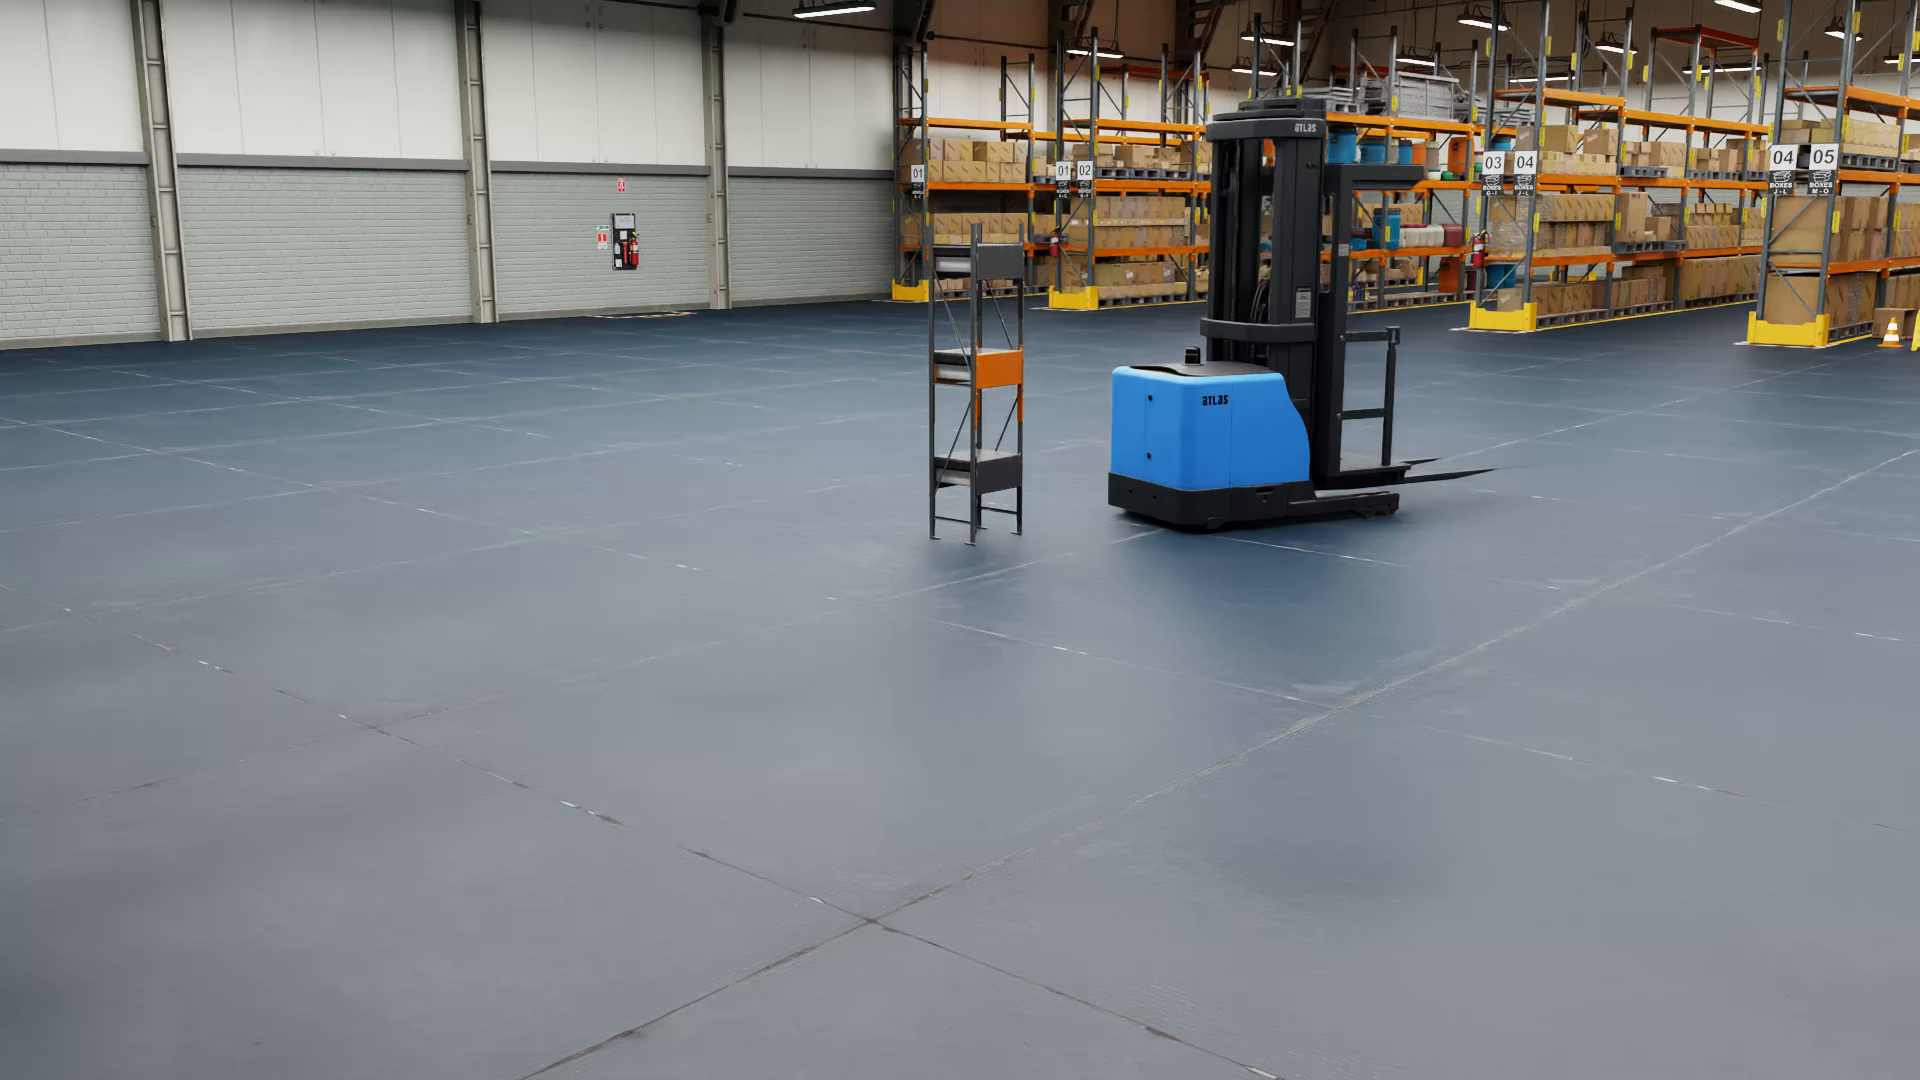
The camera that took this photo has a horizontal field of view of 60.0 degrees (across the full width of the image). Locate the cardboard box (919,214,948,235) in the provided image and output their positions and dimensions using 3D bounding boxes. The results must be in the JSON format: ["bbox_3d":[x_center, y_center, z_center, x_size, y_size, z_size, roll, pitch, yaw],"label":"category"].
[{"bbox_3d":[-0.642,-7.623,40.137,0.500,0.500,0.500,10,15,40],"label":"cardboard box"}]

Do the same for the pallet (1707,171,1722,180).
[{"bbox_3d":[16.382,-8.188,37.374,1.003,0.211,1.213,11,16,43],"label":"pallet"}]

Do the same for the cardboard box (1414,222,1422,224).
[{"bbox_3d":[13.012,-8.950,48.107,0.500,0.500,0.500,10,15,42],"label":"cardboard box"}]

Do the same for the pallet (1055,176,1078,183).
[{"bbox_3d":[2.628,-9.485,43.864,1.213,0.211,1.003,10,15,40],"label":"pallet"}]

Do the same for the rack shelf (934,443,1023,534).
[{"bbox_3d":[0.109,-0.354,11.267,0.431,0.518,0.480,10,15,40],"label":"rack shelf"}]

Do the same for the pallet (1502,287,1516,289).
[{"bbox_3d":[13.640,-6.297,42.199,1.003,0.211,1.213,10,15,40],"label":"pallet"}]

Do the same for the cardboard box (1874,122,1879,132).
[{"bbox_3d":[15.275,-6.974,28.090,0.380,0.149,0.250,10,15,41],"label":"cardboard box"}]

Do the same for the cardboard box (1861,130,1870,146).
[{"bbox_3d":[14.817,-6.696,27.714,0.500,0.250,0.500,10,15,40],"label":"cardboard box"}]

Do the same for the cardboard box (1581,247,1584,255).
[{"bbox_3d":[11.837,-5.585,32.156,0.380,0.149,0.250,10,15,40],"label":"cardboard box"}]

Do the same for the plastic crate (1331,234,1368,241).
[{"bbox_3d":[8.459,-6.504,36.277,0.767,0.338,0.504,10,15,40],"label":"plastic crate"}]

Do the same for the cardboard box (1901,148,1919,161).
[{"bbox_3d":[17.674,-7.207,30.993,0.396,0.266,0.258,10,15,40],"label":"cardboard box"}]

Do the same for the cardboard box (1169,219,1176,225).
[{"bbox_3d":[4.827,-7.461,38.996,0.380,0.149,0.250,9,15,39],"label":"cardboard box"}]

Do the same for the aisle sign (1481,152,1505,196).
[{"bbox_3d":[9.714,-6.671,30.316,0.394,0.787,0.004,10,15,40],"label":"aisle sign"}]

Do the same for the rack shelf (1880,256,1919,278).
[{"bbox_3d":[17.600,-5.240,31.627,1.077,0.370,4.000,10,15,40],"label":"rack shelf"}]

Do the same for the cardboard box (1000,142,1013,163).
[{"bbox_3d":[0.975,-9.705,41.627,0.500,0.500,0.500,11,16,43],"label":"cardboard box"}]

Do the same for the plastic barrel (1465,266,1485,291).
[{"bbox_3d":[12.596,-6.448,40.919,0.600,0.588,0.708,10,15,40],"label":"plastic barrel"}]

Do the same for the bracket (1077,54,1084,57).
[{"bbox_3d":[3.131,-13.108,44.672,0.235,0.232,0.430,10,15,40],"label":"bracket"}]

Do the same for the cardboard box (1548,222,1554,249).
[{"bbox_3d":[10.603,-5.728,31.216,0.875,0.500,0.500,10,15,40],"label":"cardboard box"}]

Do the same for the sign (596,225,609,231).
[{"bbox_3d":[-7.424,-6.470,34.503,0.001,0.109,0.331,10,15,40],"label":"sign"}]

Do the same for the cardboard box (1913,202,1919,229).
[{"bbox_3d":[17.946,-6.212,31.845,0.700,0.500,0.500,9,15,39],"label":"cardboard box"}]

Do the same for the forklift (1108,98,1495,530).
[{"bbox_3d":[2.631,-1.686,12.172,3.031,2.935,1.130,-6,13,-27],"label":"forklift"}]

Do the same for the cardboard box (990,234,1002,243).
[{"bbox_3d":[0.717,-7.556,41.713,0.500,0.250,0.500,10,15,40],"label":"cardboard box"}]

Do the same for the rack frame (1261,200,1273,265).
[{"bbox_3d":[7.822,-7.825,42.730,1.000,3.000,0.127,10,15,40],"label":"rack frame"}]

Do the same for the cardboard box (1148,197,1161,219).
[{"bbox_3d":[4.230,-7.707,38.574,0.700,0.500,0.500,10,15,40],"label":"cardboard box"}]

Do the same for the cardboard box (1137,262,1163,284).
[{"bbox_3d":[4.374,-6.219,38.724,0.500,0.500,0.500,10,15,40],"label":"cardboard box"}]

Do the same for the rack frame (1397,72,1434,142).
[{"bbox_3d":[13.103,-11.944,48.036,1.000,3.000,0.127,10,15,40],"label":"rack frame"}]

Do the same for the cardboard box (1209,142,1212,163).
[{"bbox_3d":[5.977,-9.380,40.253,0.500,0.500,0.500,-10,15,-42],"label":"cardboard box"}]

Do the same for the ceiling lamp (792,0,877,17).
[{"bbox_3d":[-2.579,-11.566,31.239,2.000,3.185,0.800,10,15,40],"label":"ceiling lamp"}]

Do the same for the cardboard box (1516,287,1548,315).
[{"bbox_3d":[10.774,-4.529,31.537,0.500,0.500,0.500,-7,13,-33],"label":"cardboard box"}]

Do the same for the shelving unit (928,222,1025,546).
[{"bbox_3d":[0.109,-1.054,11.127,0.431,2.100,0.503,10,15,40],"label":"shelving unit"}]

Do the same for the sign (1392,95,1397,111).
[{"bbox_3d":[9.306,-9.362,35.643,0.100,0.325,0.005,10,15,40],"label":"sign"}]

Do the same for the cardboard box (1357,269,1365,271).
[{"bbox_3d":[11.120,-7.542,47.053,0.500,0.311,0.500,10,15,40],"label":"cardboard box"}]

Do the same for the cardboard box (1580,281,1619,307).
[{"bbox_3d":[13.042,-5.033,34.008,0.700,0.500,0.500,8,14,36],"label":"cardboard box"}]

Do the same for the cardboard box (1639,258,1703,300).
[{"bbox_3d":[15.732,-5.806,36.977,1.225,0.875,0.875,9,14,38],"label":"cardboard box"}]

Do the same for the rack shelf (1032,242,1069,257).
[{"bbox_3d":[2.778,-7.818,44.531,1.077,0.370,4.000,10,15,40],"label":"rack shelf"}]

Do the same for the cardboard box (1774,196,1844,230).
[{"bbox_3d":[13.913,-5.363,27.264,0.875,0.550,0.550,10,15,40],"label":"cardboard box"}]

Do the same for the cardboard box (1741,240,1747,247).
[{"bbox_3d":[18.346,-7.009,39.288,0.380,0.149,0.250,10,15,40],"label":"cardboard box"}]

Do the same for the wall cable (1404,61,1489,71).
[{"bbox_3d":[15.413,-13.974,53.233,3.097,2.526,0.112,10,15,40],"label":"wall cable"}]

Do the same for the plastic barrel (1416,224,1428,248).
[{"bbox_3d":[10.466,-6.946,37.983,0.433,0.535,0.433,0,11,0],"label":"plastic barrel"}]

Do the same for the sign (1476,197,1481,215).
[{"bbox_3d":[9.576,-6.164,30.652,0.100,0.325,0.005,10,15,40],"label":"sign"}]

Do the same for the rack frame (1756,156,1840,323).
[{"bbox_3d":[13.639,-4.710,27.137,1.000,3.000,0.127,10,15,40],"label":"rack frame"}]

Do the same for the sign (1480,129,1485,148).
[{"bbox_3d":[9.576,-7.346,30.415,0.100,0.325,0.005,10,15,40],"label":"sign"}]

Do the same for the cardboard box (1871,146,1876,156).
[{"bbox_3d":[15.272,-6.582,28.163,0.380,0.149,0.250,10,15,40],"label":"cardboard box"}]

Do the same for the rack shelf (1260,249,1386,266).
[{"bbox_3d":[7.580,-5.948,35.172,1.077,0.370,4.000,10,15,40],"label":"rack shelf"}]

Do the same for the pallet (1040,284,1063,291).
[{"bbox_3d":[2.776,-6.804,44.738,1.003,0.211,1.213,10,15,40],"label":"pallet"}]

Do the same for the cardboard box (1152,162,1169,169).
[{"bbox_3d":[4.591,-8.646,38.394,0.380,0.149,0.250,10,15,40],"label":"cardboard box"}]

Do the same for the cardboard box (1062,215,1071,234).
[{"bbox_3d":[2.605,-8.394,44.200,0.500,0.500,0.700,-10,15,-40],"label":"cardboard box"}]

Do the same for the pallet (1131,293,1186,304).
[{"bbox_3d":[4.625,-5.757,39.498,1.003,0.211,1.213,10,15,40],"label":"pallet"}]

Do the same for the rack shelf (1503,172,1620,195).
[{"bbox_3d":[11.300,-6.779,31.672,1.077,0.370,4.000,10,15,40],"label":"rack shelf"}]

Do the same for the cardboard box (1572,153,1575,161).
[{"bbox_3d":[11.349,-7.200,31.307,0.380,0.149,0.250,10,15,40],"label":"cardboard box"}]

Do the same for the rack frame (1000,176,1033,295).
[{"bbox_3d":[1.458,-7.876,42.988,1.000,3.000,0.127,10,15,40],"label":"rack frame"}]

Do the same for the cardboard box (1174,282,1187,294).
[{"bbox_3d":[5.039,-5.998,39.529,0.500,0.250,0.500,10,15,40],"label":"cardboard box"}]

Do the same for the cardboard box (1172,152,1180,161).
[{"bbox_3d":[6.059,-11.044,47.897,0.500,0.250,0.500,-11,16,-43],"label":"cardboard box"}]

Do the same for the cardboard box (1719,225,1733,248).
[{"bbox_3d":[17.466,-7.005,38.370,0.500,0.500,0.500,10,15,42],"label":"cardboard box"}]

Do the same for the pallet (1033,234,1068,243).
[{"bbox_3d":[2.072,-7.876,43.475,1.003,0.211,1.213,10,15,40],"label":"pallet"}]

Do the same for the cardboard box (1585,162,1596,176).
[{"bbox_3d":[11.831,-7.101,31.828,0.500,0.250,0.500,10,15,40],"label":"cardboard box"}]
